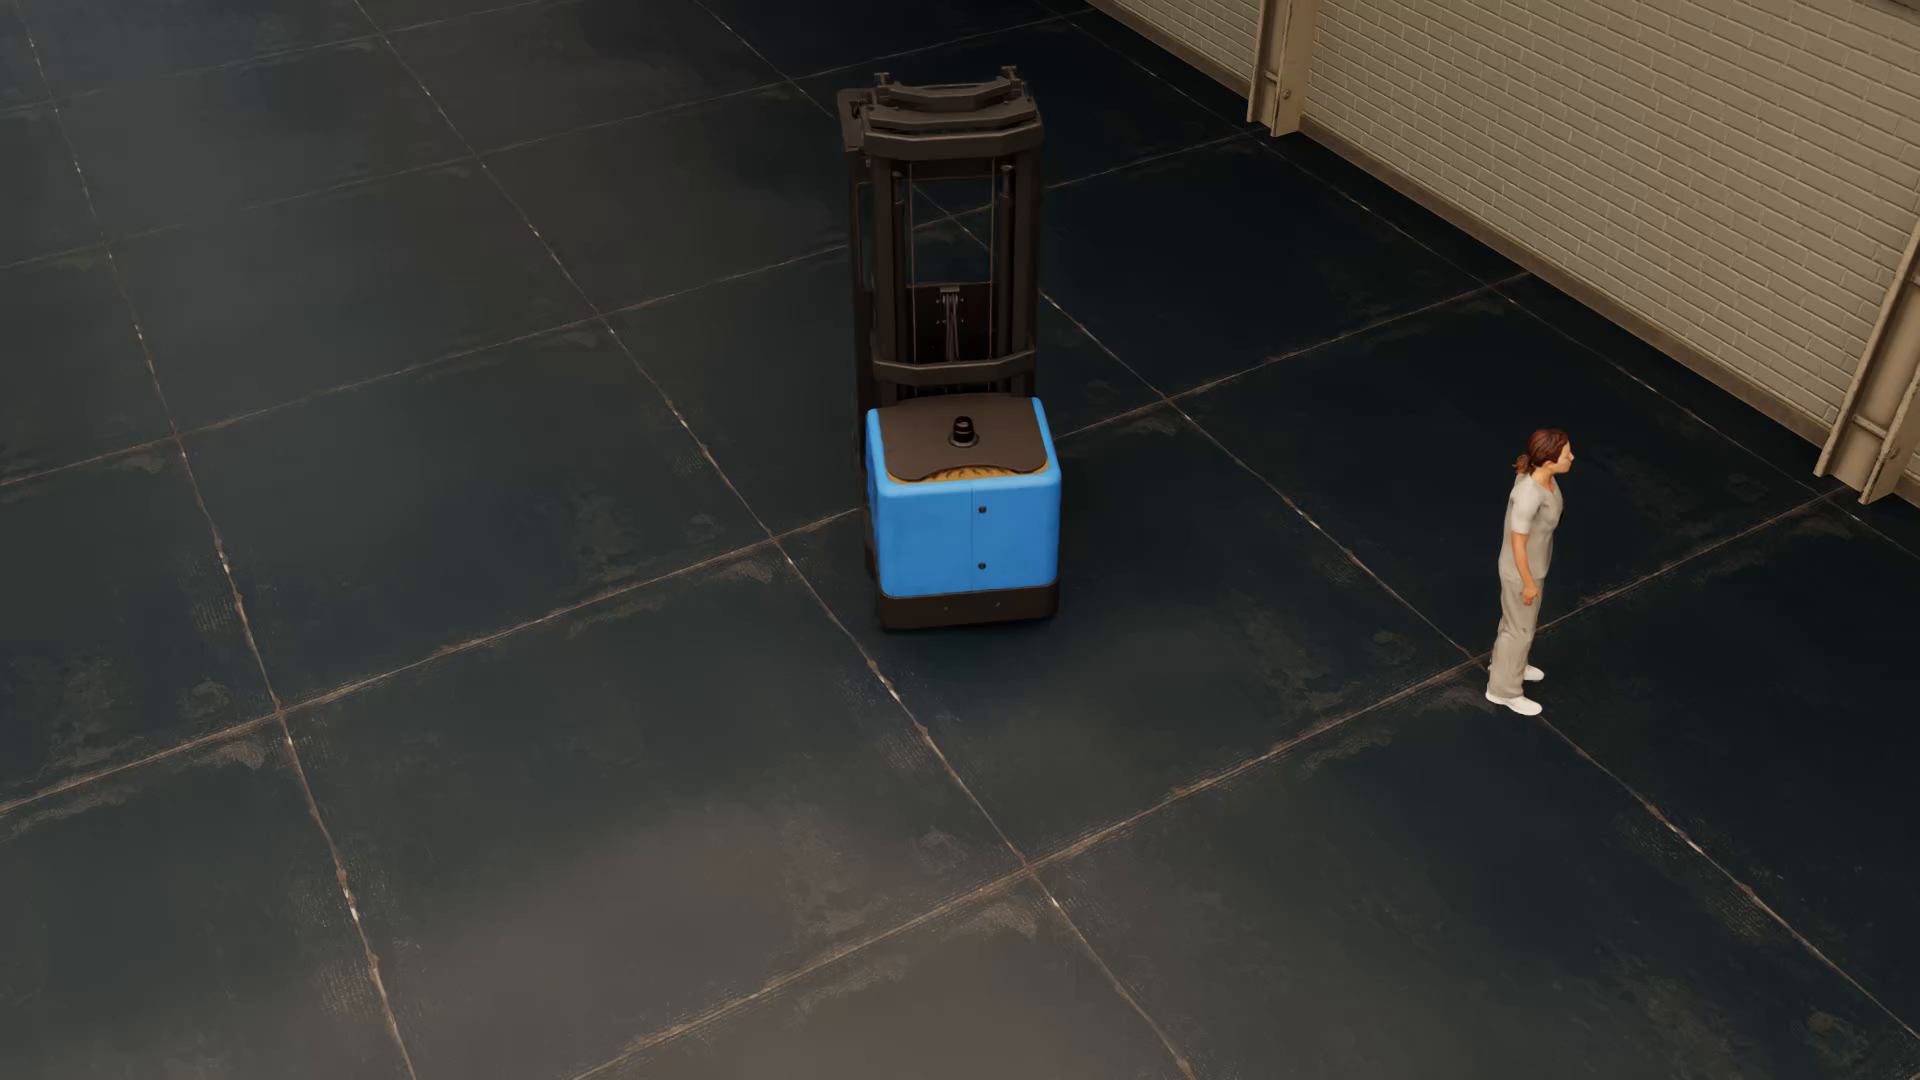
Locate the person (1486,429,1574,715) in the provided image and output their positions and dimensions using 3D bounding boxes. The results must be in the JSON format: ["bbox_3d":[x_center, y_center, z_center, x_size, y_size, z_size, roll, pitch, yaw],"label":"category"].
[{"bbox_3d":[3.056,0.143,8.854,0.493,1.685,0.525,16,42,18],"label":"person"}]

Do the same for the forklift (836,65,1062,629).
[{"bbox_3d":[-0.119,-1.548,9.903,1.130,2.935,3.031,-5,40,-5],"label":"forklift"}]
